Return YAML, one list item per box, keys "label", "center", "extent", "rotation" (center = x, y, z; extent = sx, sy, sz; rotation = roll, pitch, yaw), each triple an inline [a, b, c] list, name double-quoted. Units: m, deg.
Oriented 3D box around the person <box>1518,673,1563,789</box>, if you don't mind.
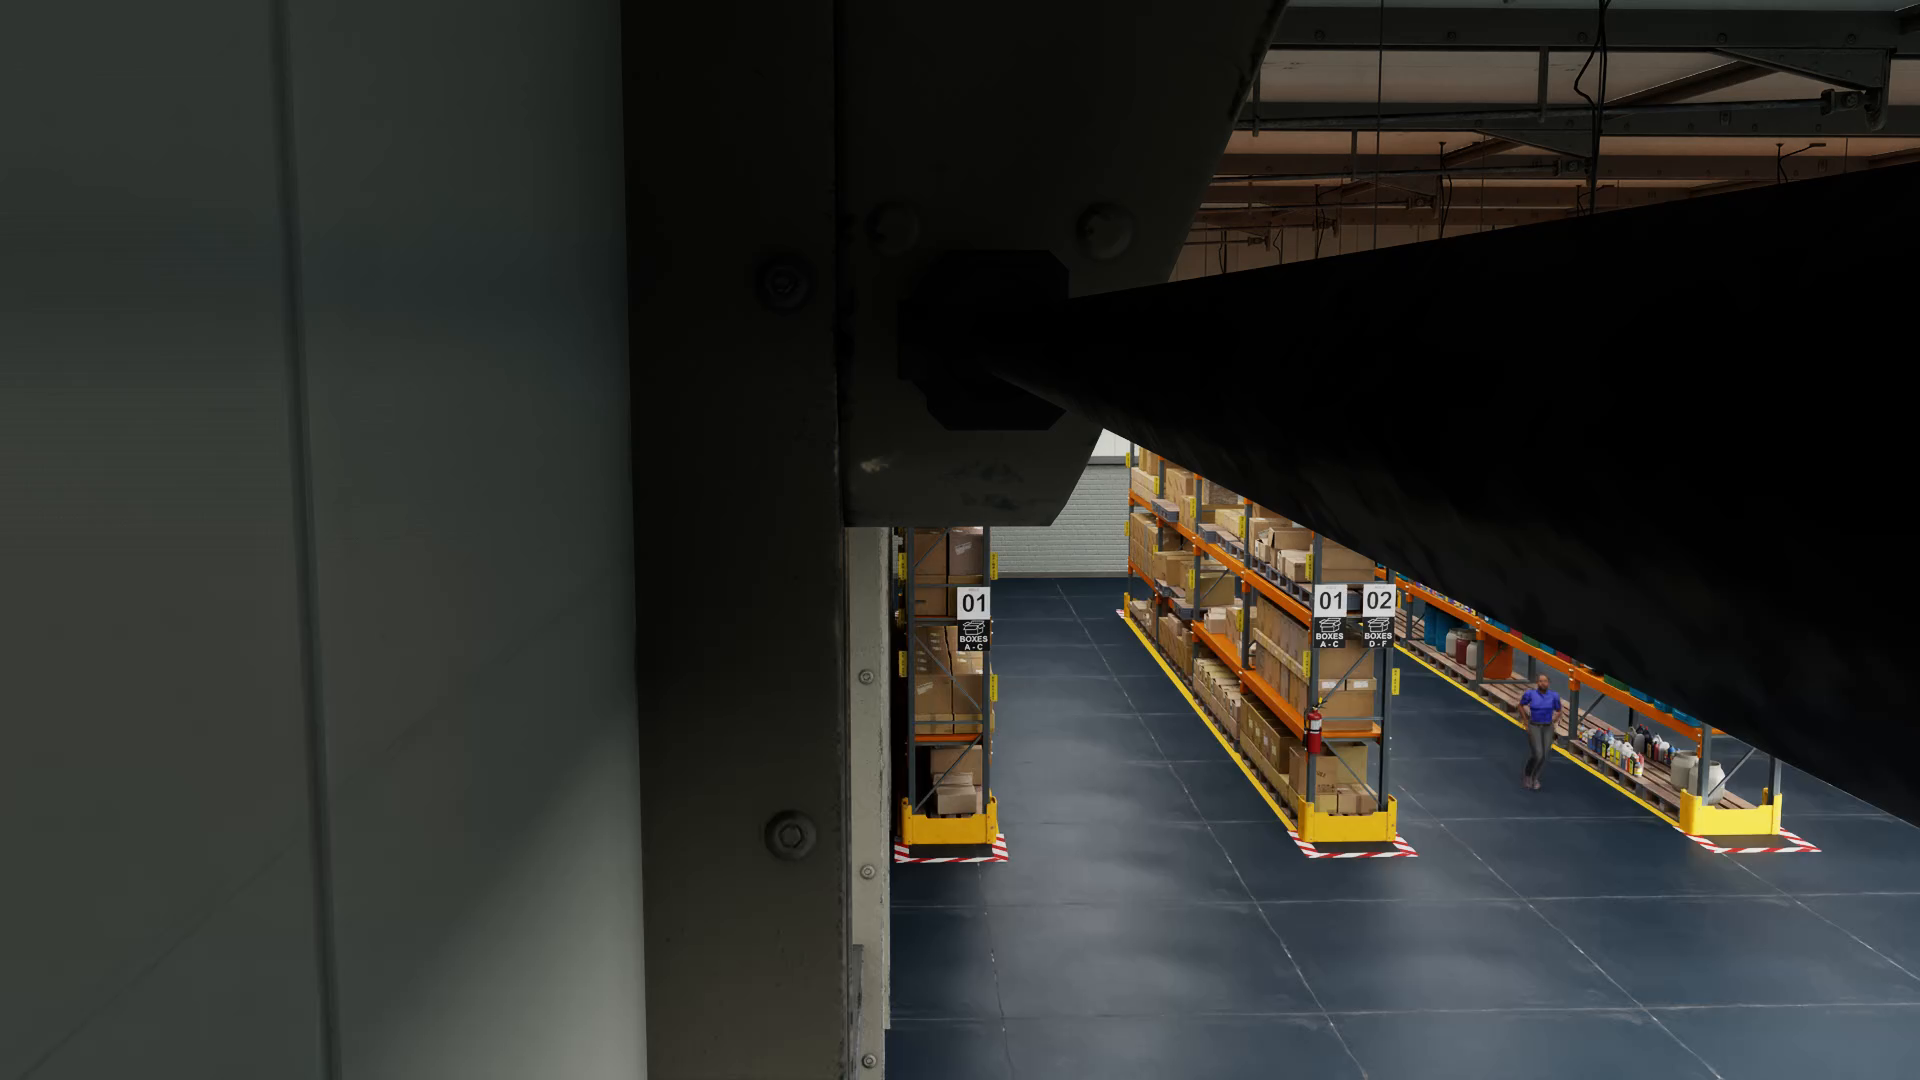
- label: "person"
  center: [7.941, 2.623, 22.703]
  extent: [0.554, 1.634, 0.632]
  rotation: [1, 7, 6]
